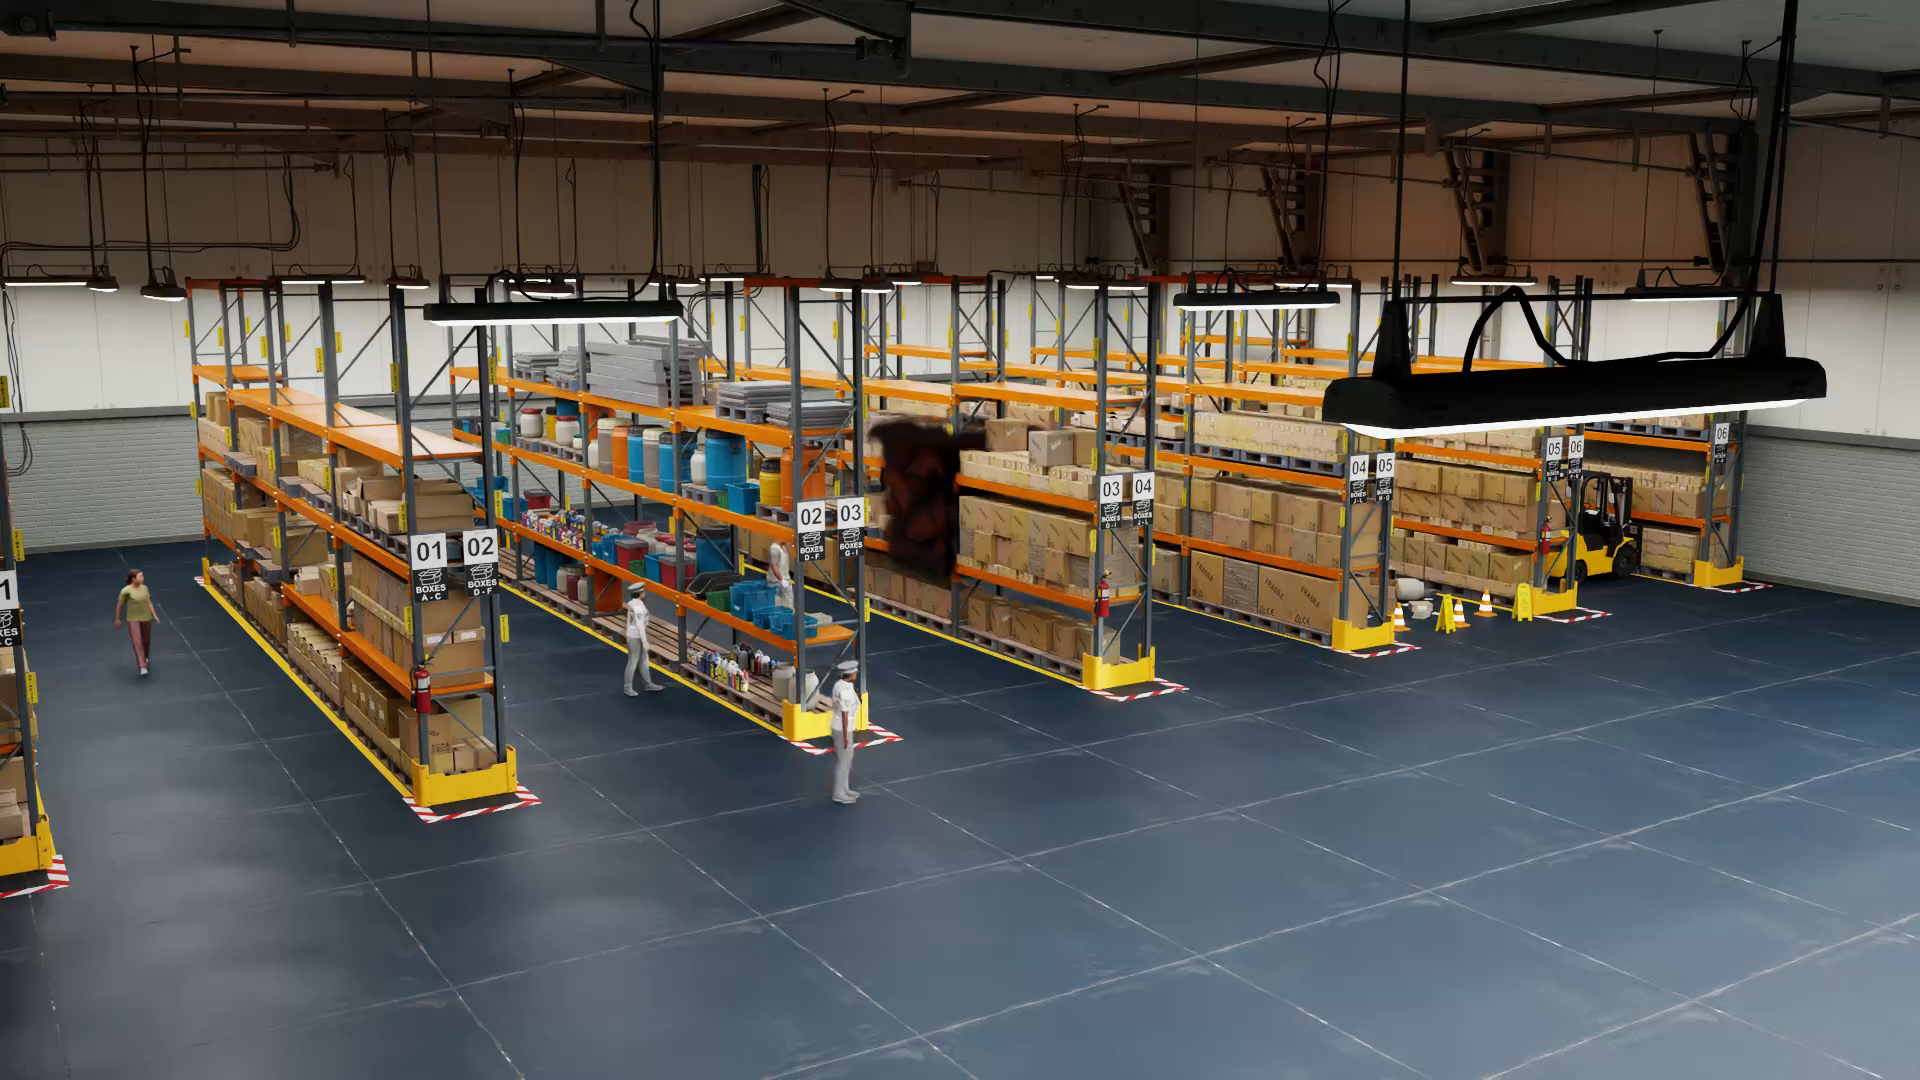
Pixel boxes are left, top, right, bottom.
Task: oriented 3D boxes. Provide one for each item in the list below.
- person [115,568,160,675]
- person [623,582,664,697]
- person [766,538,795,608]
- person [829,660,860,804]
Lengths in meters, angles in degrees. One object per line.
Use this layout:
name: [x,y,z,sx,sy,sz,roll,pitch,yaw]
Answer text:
person: [-12.765,1.239,25.783,0.620,1.621,1.064,-7,12,-36]
person: [-4.687,1.447,24.427,0.564,1.674,0.500,0,10,-3]
person: [-2.872,0.678,26.710,0.458,1.756,0.889,-9,13,-41]
person: [-1.361,2.256,19.616,0.364,1.688,0.480,-2,10,-10]
